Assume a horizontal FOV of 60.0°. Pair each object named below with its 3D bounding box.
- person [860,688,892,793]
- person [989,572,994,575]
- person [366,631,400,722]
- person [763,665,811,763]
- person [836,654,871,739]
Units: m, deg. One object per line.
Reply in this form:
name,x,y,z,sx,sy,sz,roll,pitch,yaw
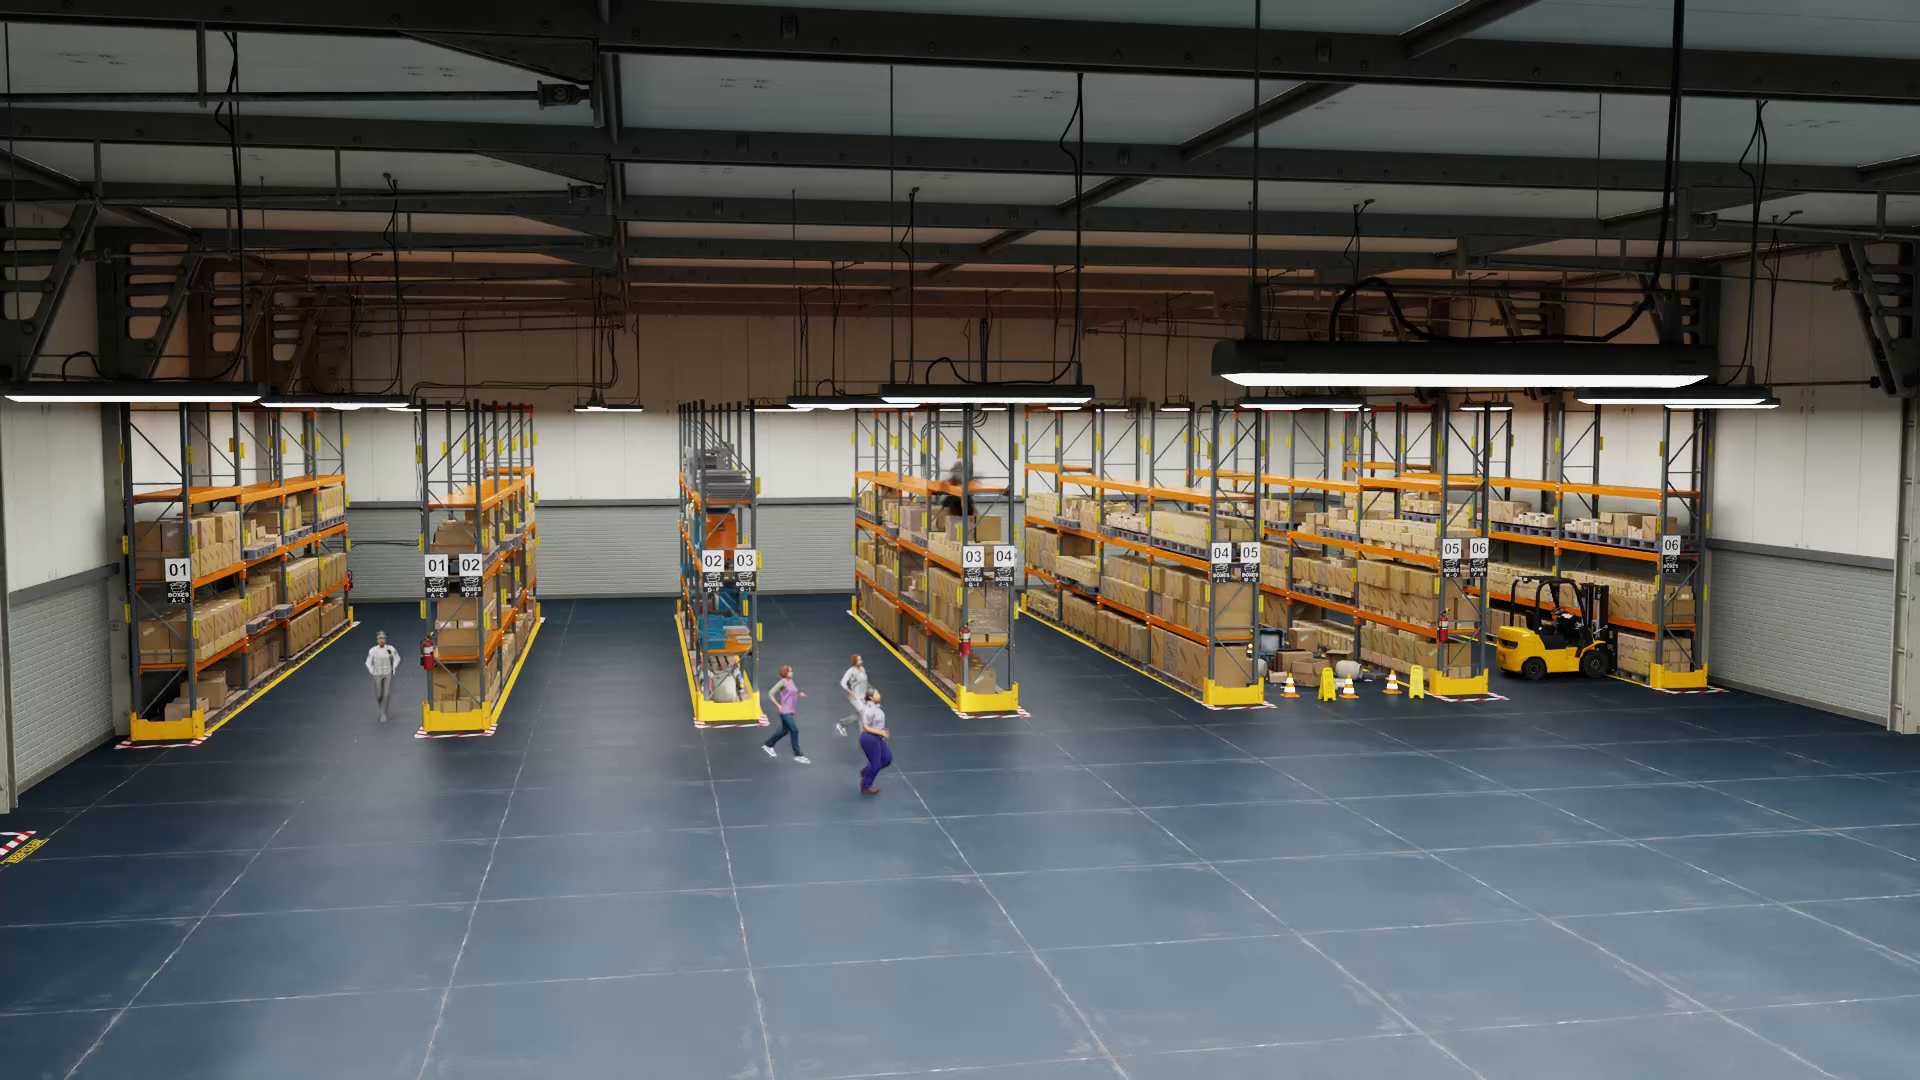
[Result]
person,-1.283,3.024,25.121,0.536,1.602,0.581,1,4,11
person,0.973,1.133,49.271,0.718,1.766,0.735,-3,5,-37
person,-10.853,2.543,31.300,0.617,1.682,0.747,-1,5,-18
person,-2.850,2.842,27.286,0.879,1.594,0.532,1,4,16
person,-1.822,2.765,28.885,0.724,1.590,0.532,2,5,30
